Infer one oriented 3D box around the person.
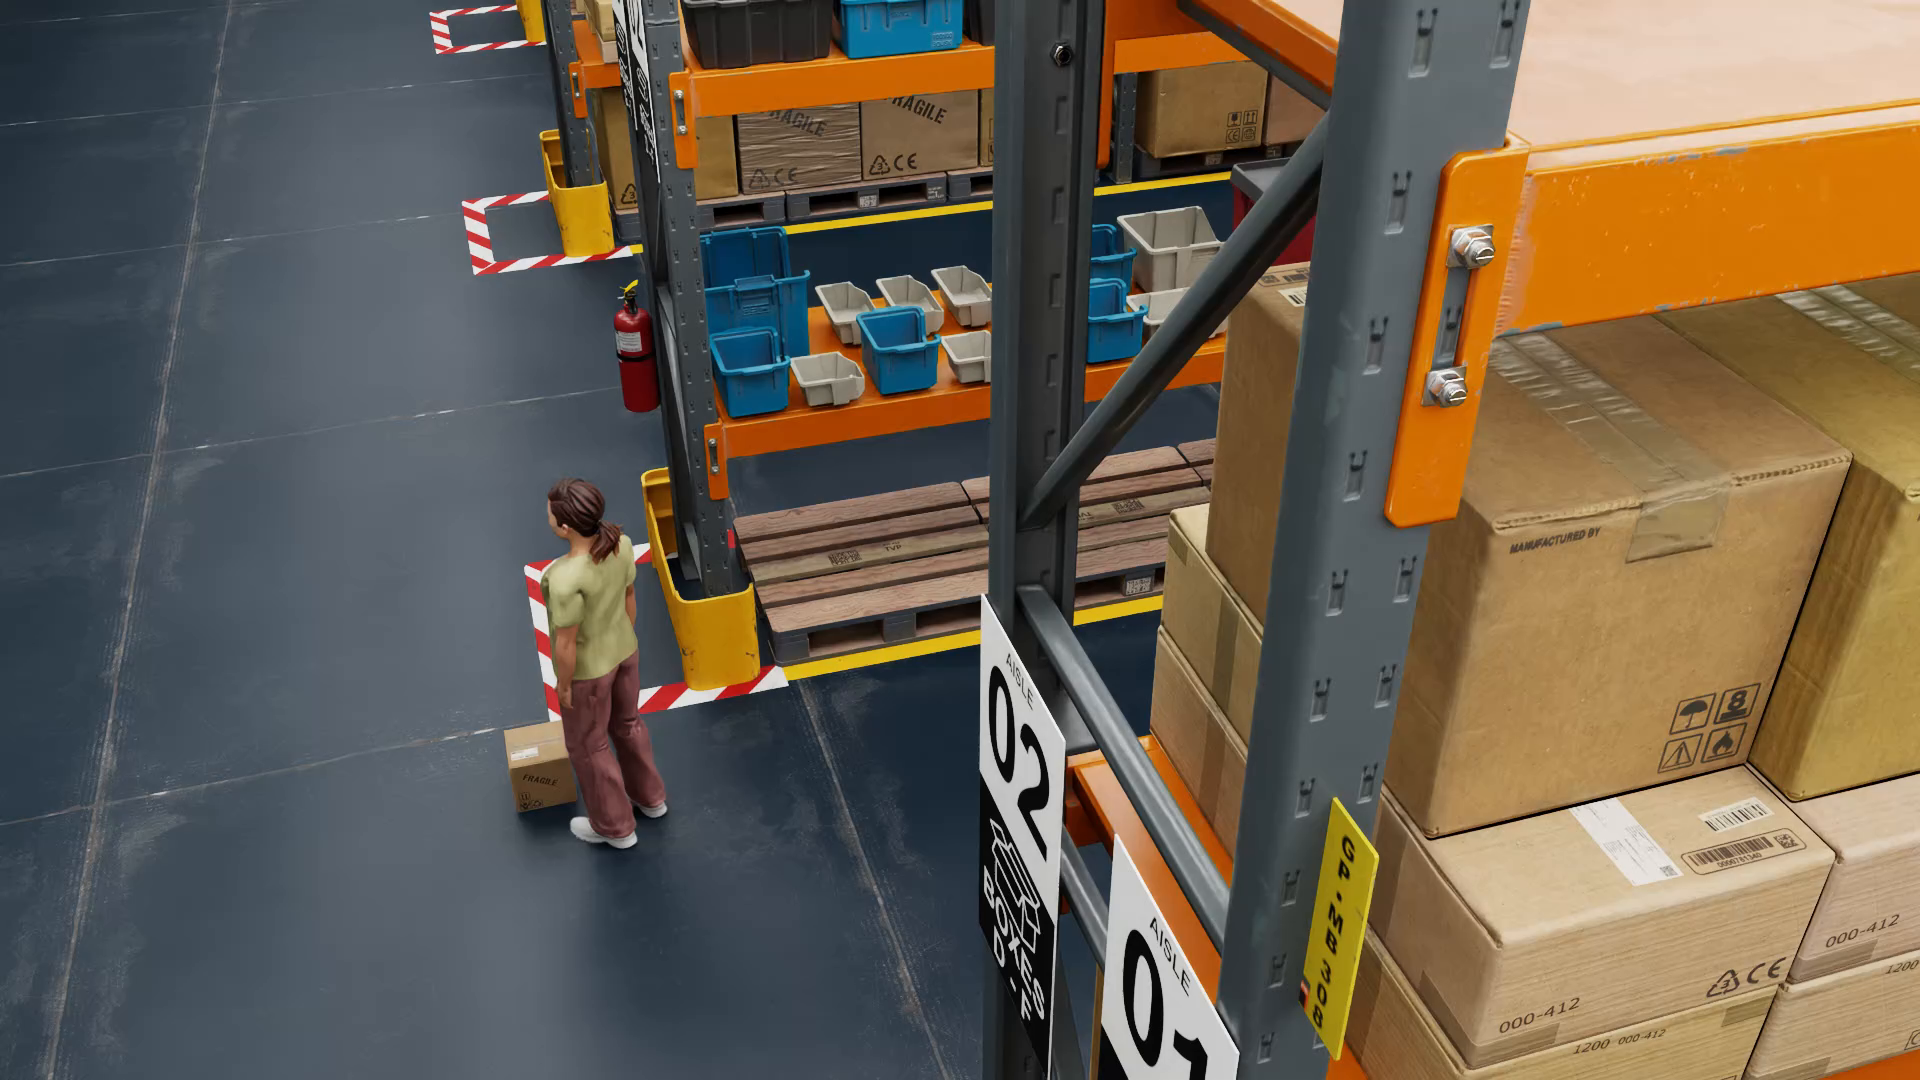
[{"bbox_3d":[-1.399,0.485,6.435,0.362,1.675,0.440,17,38,24],"label":"person"}]
